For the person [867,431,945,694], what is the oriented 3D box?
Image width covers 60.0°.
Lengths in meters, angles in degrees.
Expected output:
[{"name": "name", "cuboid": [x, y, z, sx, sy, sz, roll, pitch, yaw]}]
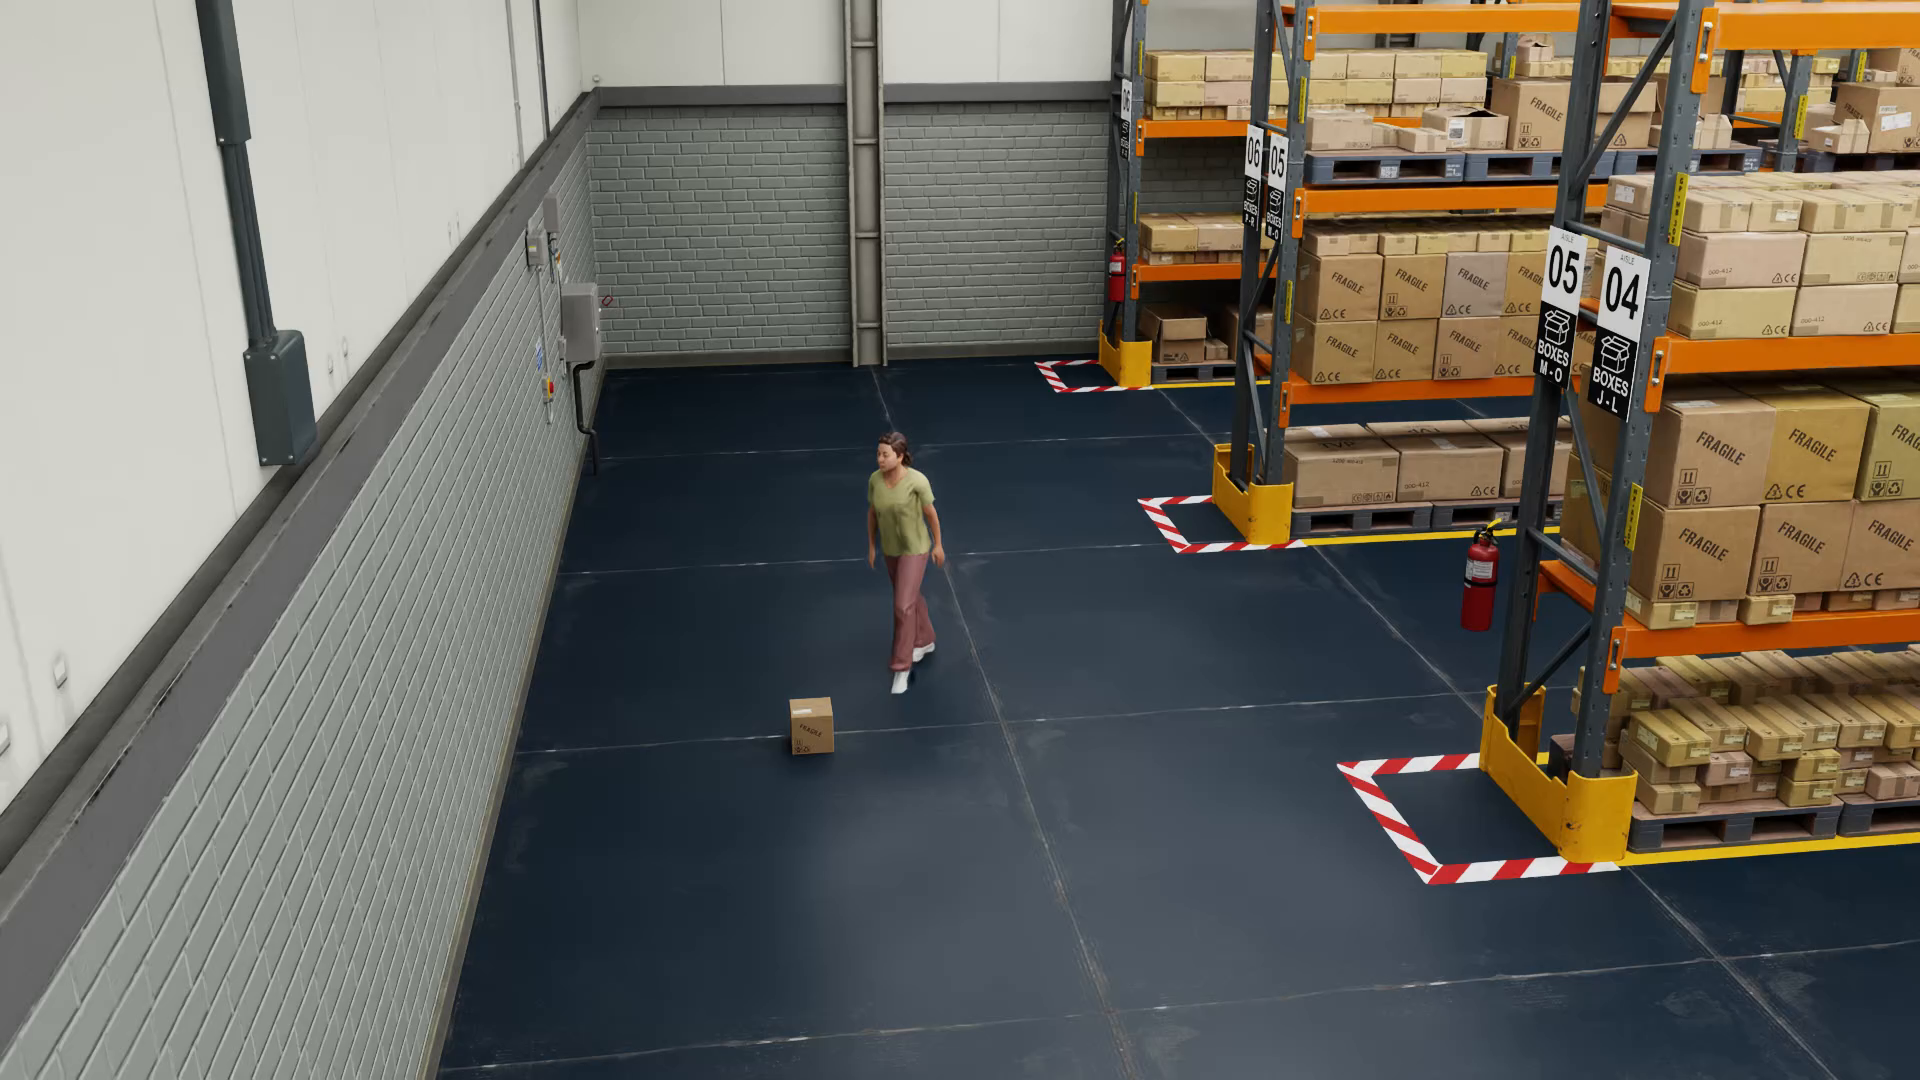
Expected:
[{"name": "person", "cuboid": [-0.386, 0.096, 10.858, 0.479, 1.690, 0.690, 13, 24, 31]}]
